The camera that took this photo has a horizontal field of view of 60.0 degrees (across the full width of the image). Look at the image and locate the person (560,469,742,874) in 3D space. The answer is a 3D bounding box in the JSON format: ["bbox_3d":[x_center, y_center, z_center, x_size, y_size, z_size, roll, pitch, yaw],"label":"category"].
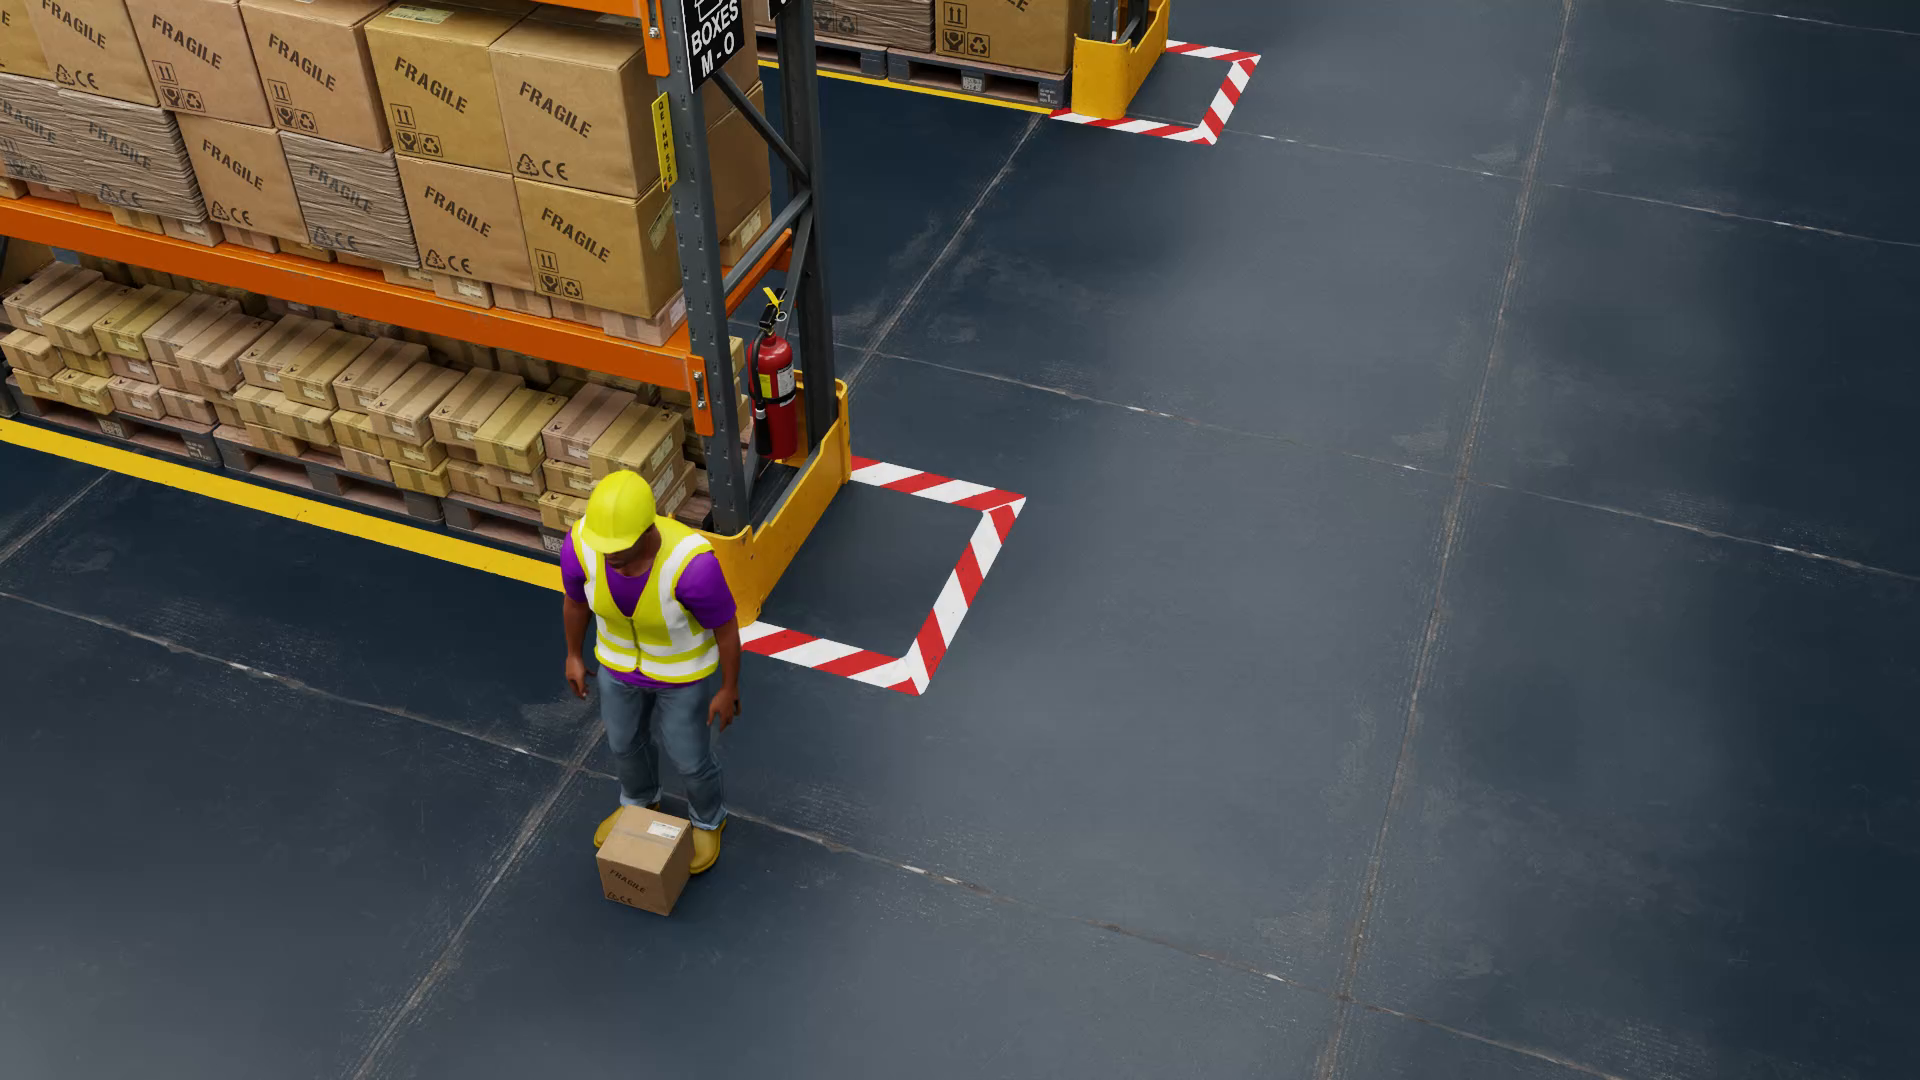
[{"bbox_3d":[-1.042,0.441,5.642,0.635,1.761,0.455,11,43,13],"label":"person"}]
